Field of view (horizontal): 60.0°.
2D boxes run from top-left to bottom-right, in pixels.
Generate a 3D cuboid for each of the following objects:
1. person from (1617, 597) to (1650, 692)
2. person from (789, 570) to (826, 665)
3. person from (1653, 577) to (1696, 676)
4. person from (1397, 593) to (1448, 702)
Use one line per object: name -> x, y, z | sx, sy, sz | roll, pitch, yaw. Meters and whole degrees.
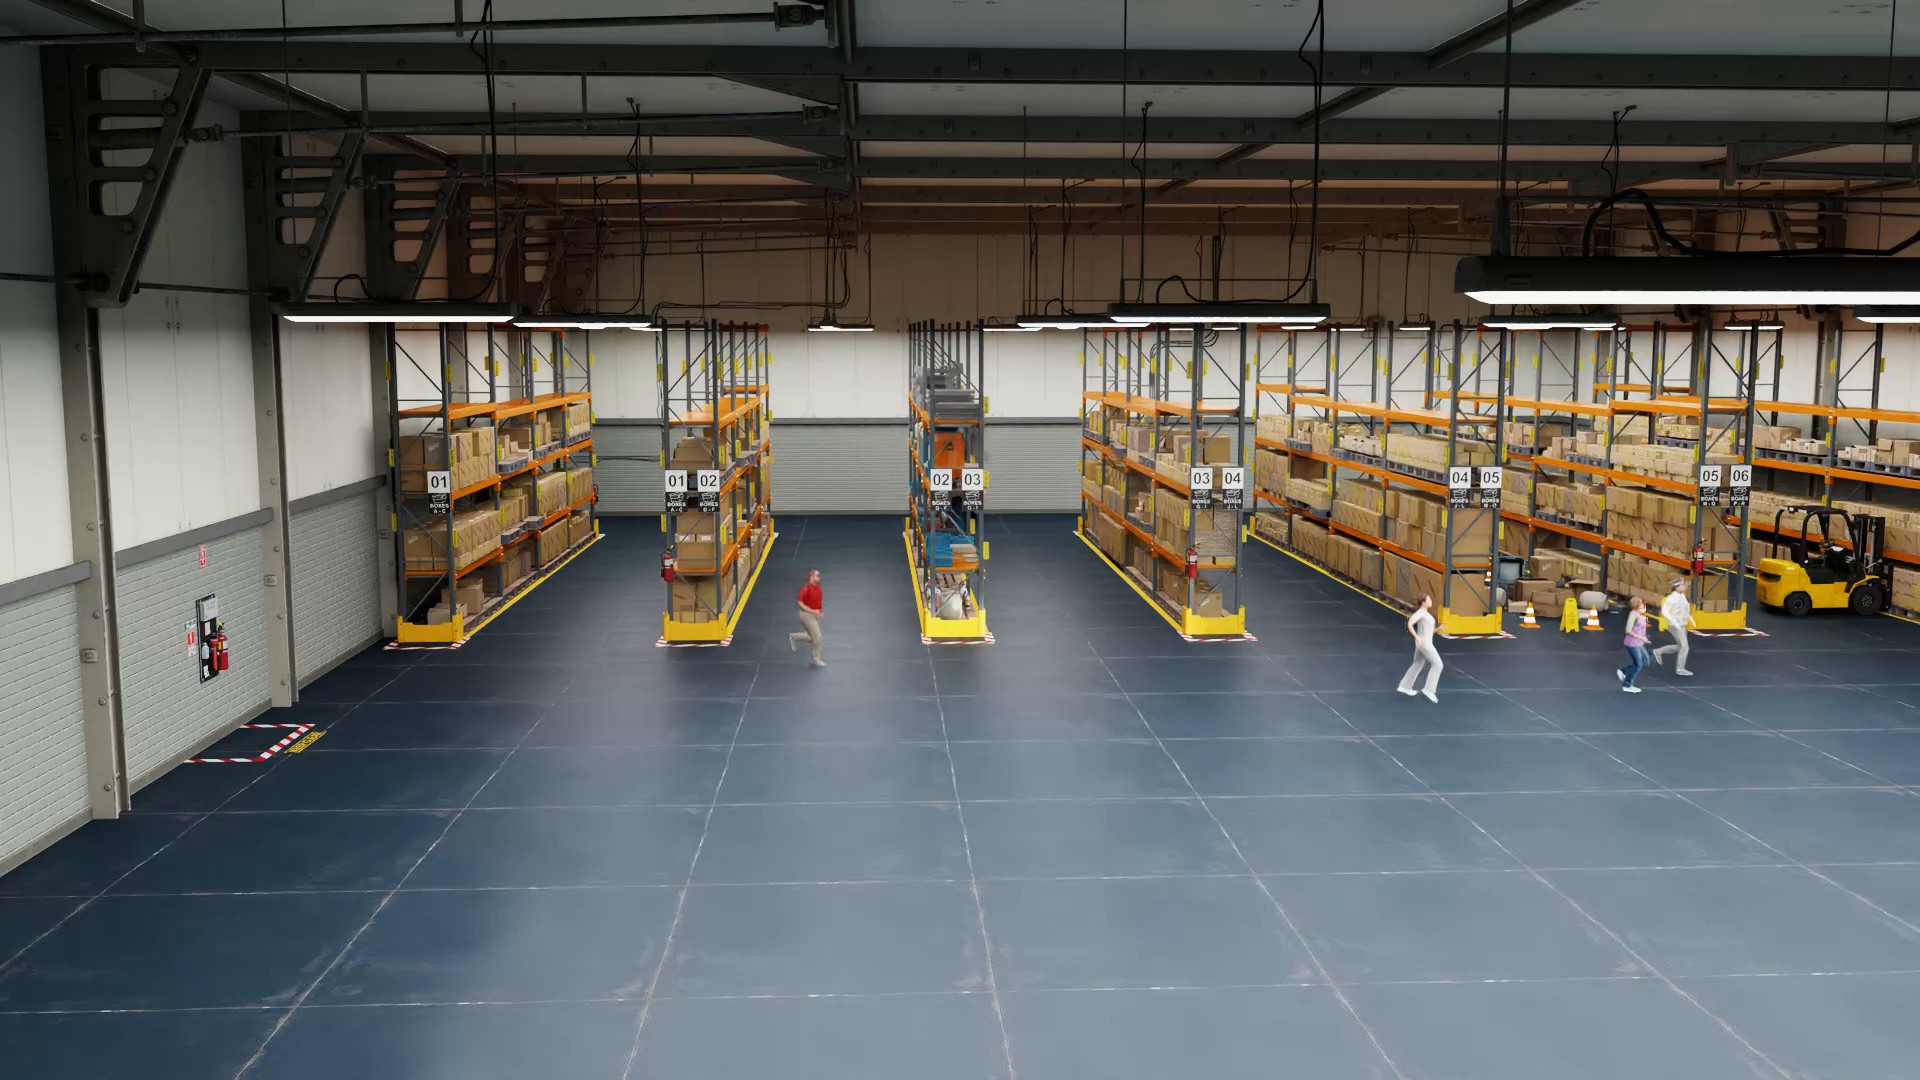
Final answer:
person -> 10.816, 1.673, 26.602 | 0.495, 1.554, 0.512 | 5, 9, 35
person -> -2.671, 1.347, 28.961 | 0.735, 1.701, 0.690 | 3, 8, 21
person -> 12.077, 1.436, 28.061 | 0.655, 1.653, 0.682 | -6, 10, -42
person -> 7.273, 1.681, 26.083 | 0.719, 1.721, 0.531 | 2, 7, 16
